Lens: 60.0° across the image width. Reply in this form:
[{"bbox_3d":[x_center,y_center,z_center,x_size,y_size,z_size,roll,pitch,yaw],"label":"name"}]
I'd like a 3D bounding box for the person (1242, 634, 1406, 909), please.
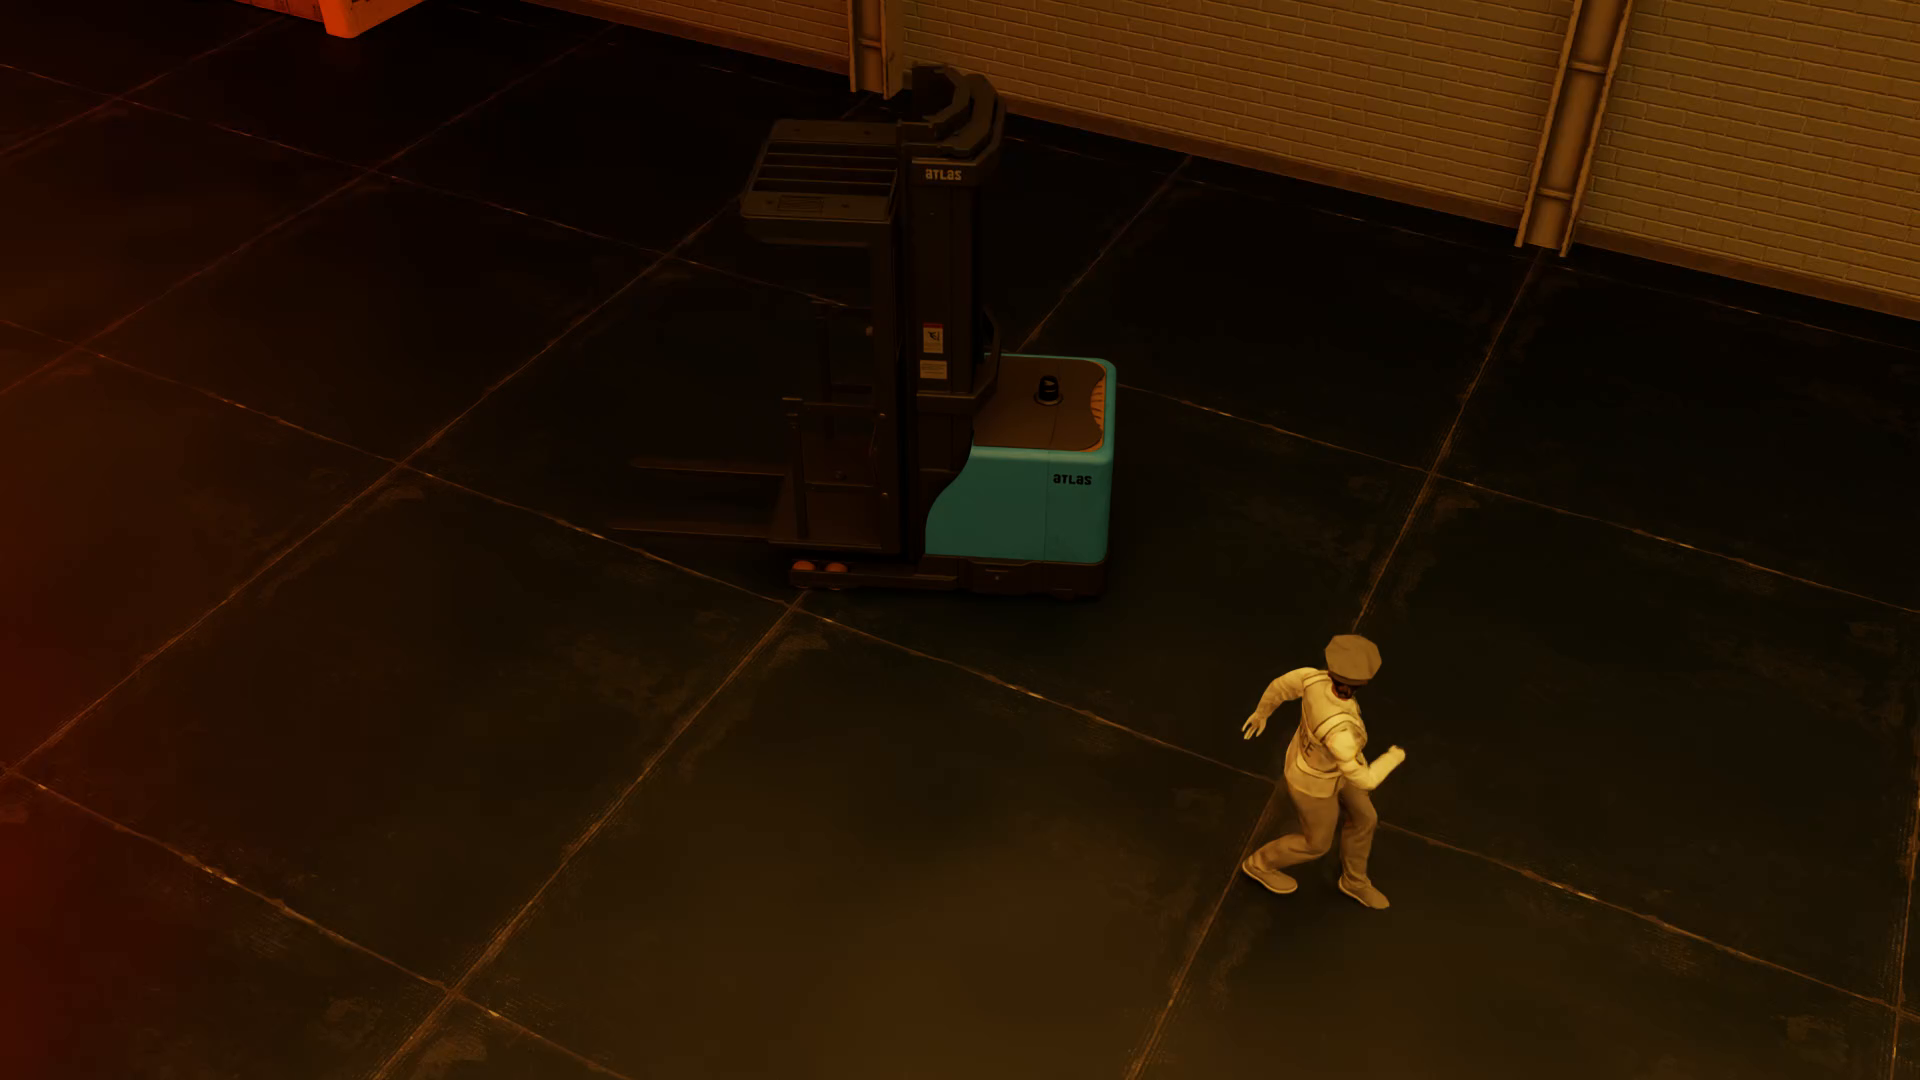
[{"bbox_3d":[1.708,1.107,7.746,0.849,1.641,0.527,10,41,12],"label":"person"}]

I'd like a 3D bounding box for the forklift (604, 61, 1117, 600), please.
[{"bbox_3d":[-0.606,-1.157,9.360,3.031,2.935,1.130,3,40,4],"label":"forklift"}]
